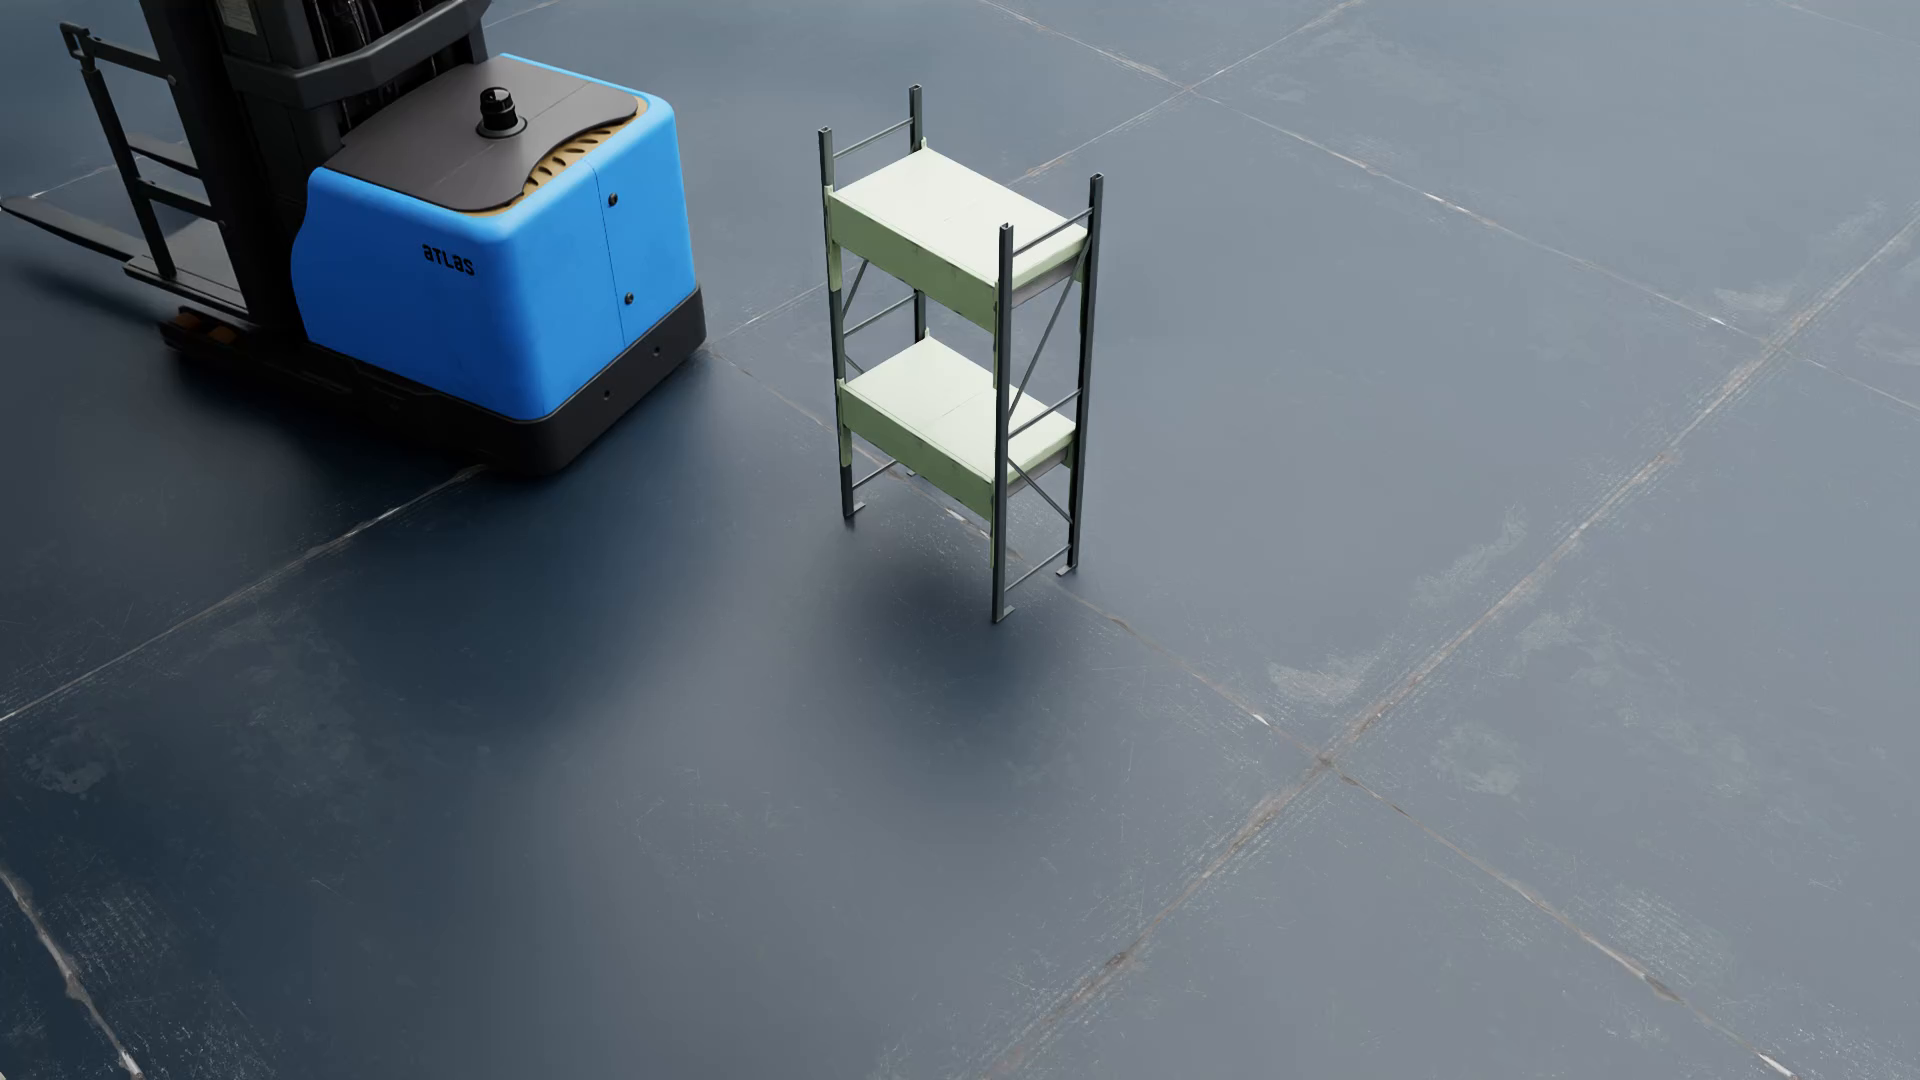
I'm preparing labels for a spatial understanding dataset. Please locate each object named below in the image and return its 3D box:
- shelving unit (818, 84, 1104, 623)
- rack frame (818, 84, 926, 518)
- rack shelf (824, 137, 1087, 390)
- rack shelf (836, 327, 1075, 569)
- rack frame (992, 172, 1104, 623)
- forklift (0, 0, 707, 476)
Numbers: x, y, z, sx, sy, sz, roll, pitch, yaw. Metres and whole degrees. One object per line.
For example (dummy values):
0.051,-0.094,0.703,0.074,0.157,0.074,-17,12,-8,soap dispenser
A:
-0.005,-0.554,5.244,0.431,1.500,0.755,-34,53,-31,shelving unit
-0.263,-0.730,5.435,0.400,1.500,0.023,-34,53,-31,rack frame
-0.005,-0.841,4.980,0.431,0.370,0.720,-34,53,-31,rack shelf
-0.005,-0.315,5.466,0.431,0.370,0.720,-34,53,-31,rack shelf
0.254,-0.378,5.054,0.400,1.500,0.023,-34,53,-31,rack frame
-2.534,-2.029,5.786,3.031,2.935,1.130,20,46,21,forklift
